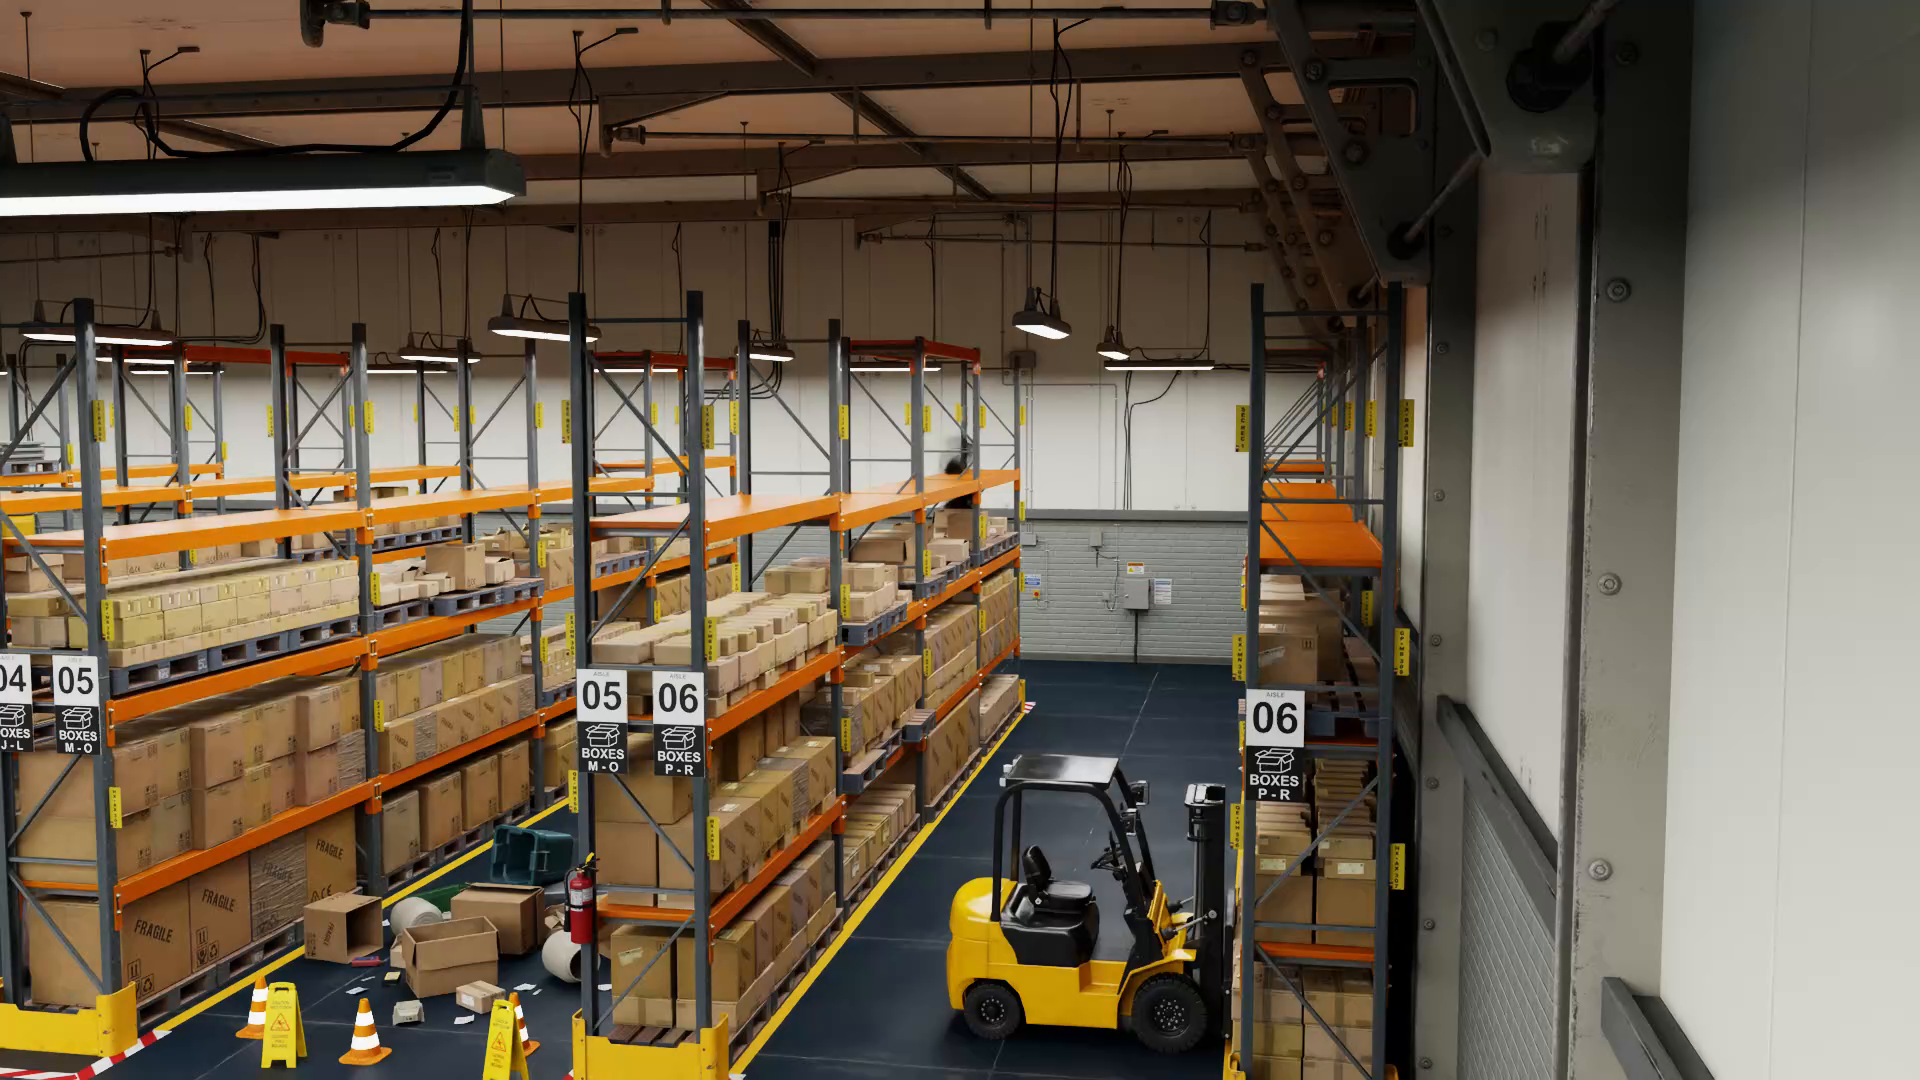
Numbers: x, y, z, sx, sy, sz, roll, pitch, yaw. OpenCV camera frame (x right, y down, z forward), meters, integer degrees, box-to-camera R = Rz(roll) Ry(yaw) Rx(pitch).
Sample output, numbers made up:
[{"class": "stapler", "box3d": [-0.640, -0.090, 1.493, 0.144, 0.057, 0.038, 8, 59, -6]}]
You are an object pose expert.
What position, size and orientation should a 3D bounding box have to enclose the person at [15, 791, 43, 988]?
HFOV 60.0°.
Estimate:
[{"class": "person", "box3d": [-8.411, 3.077, 15.064, 0.650, 1.755, 0.826, 0, 5, 4]}]
